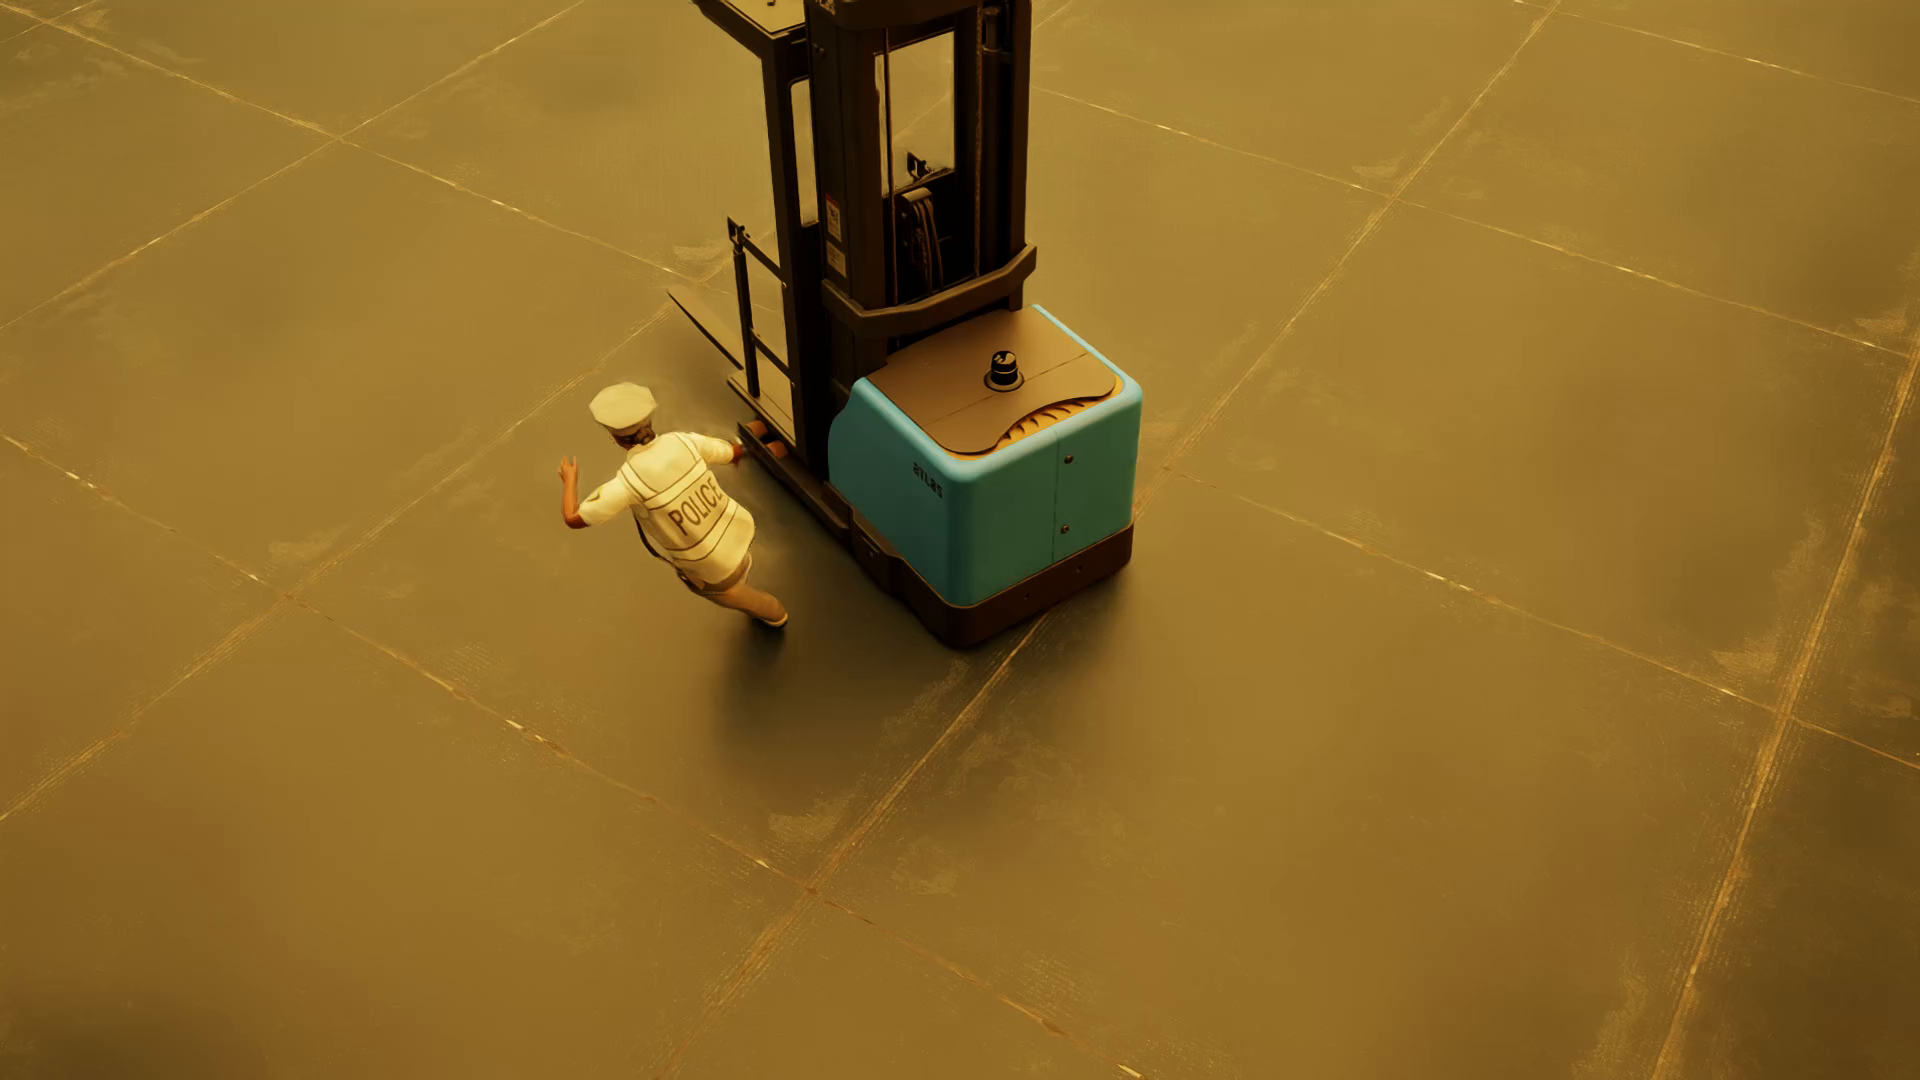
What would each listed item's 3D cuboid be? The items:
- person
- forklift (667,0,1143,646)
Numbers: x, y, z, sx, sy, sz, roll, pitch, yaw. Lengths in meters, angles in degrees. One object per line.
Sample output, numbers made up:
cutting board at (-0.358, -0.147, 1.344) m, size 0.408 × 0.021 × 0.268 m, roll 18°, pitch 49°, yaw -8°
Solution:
person at (-1.209, -0.090, 7.041) m, size 0.863 × 1.422 × 0.883 m, roll 20°, pitch 47°, yaw 20°
forklift at (-0.459, -1.570, 7.505) m, size 1.130 × 2.935 × 3.031 m, roll -26°, pitch 49°, yaw -25°
